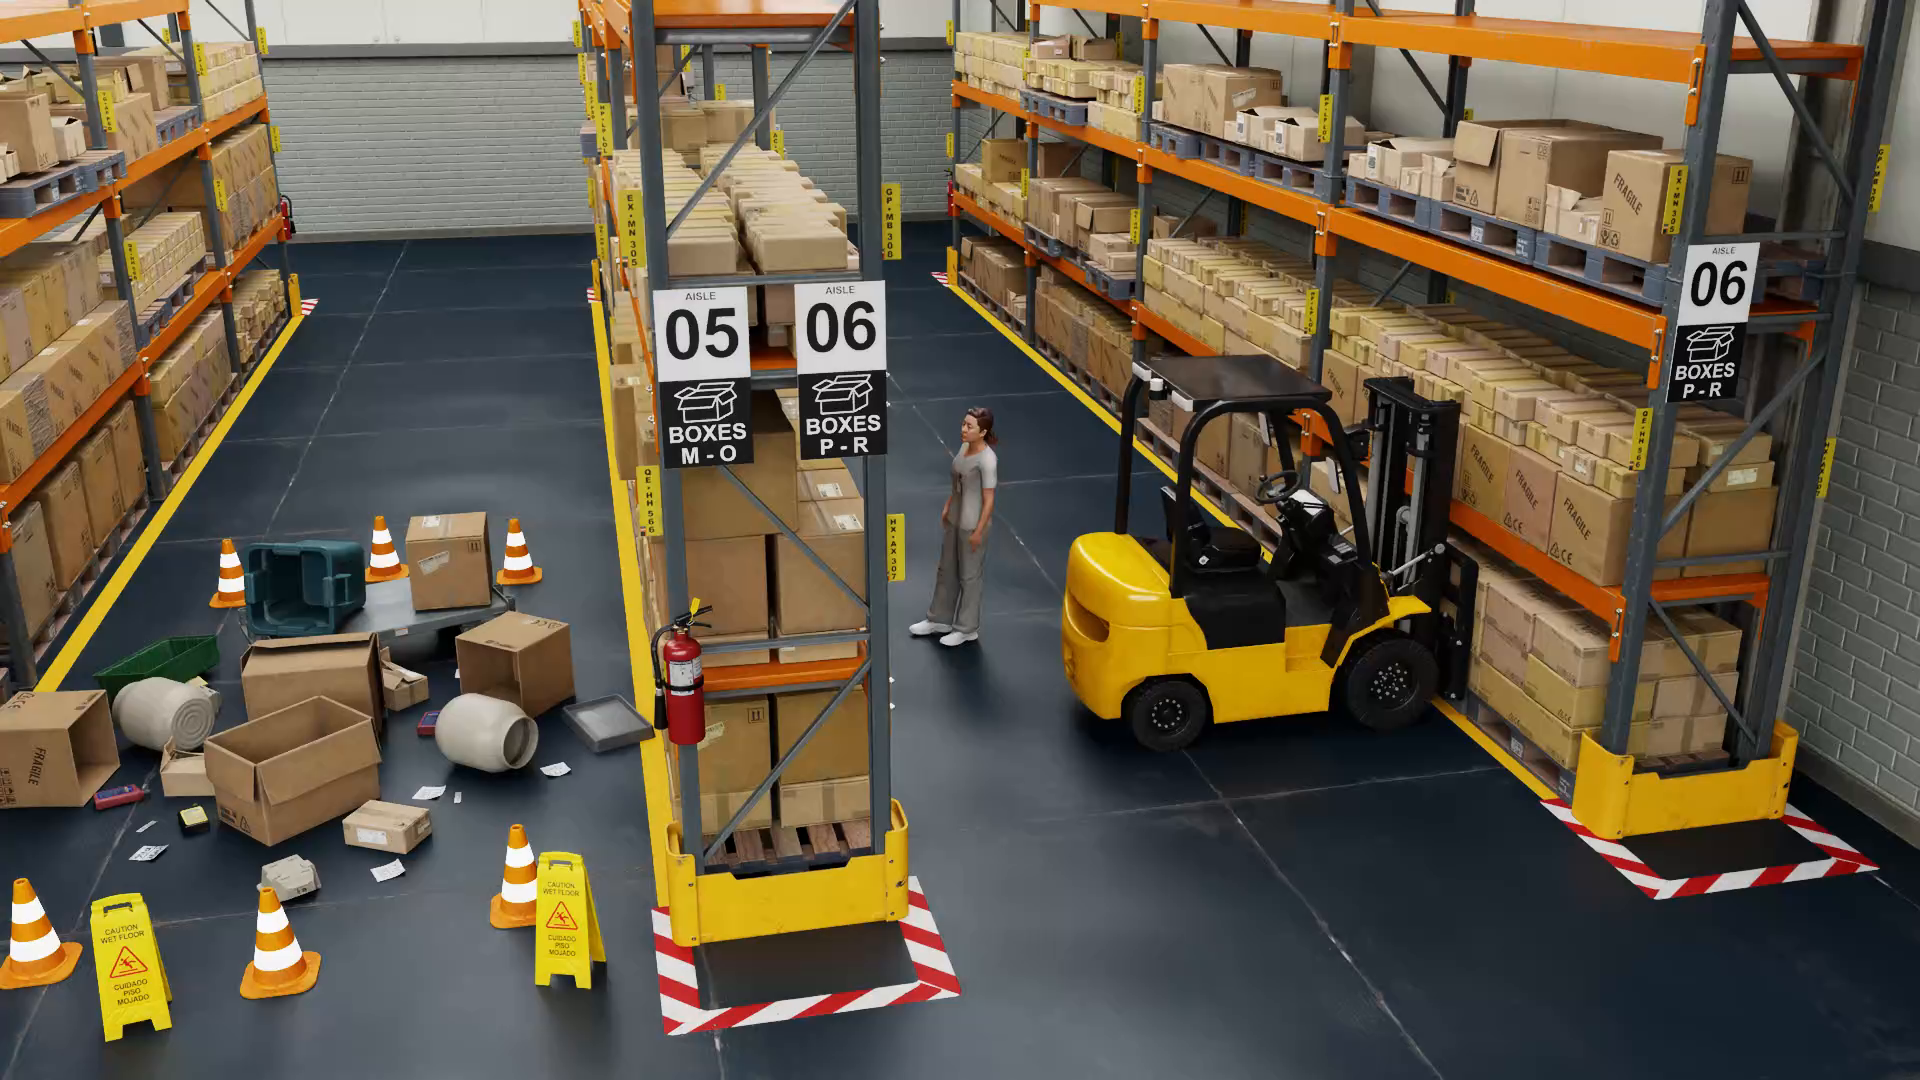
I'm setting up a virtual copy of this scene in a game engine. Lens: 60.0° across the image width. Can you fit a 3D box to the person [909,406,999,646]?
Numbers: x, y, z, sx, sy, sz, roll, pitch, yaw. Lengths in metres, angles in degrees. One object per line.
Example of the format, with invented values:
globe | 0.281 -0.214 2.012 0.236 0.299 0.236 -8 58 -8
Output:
person | -0.008 -0.092 11.303 0.549 1.676 0.549 -9 22 -23
